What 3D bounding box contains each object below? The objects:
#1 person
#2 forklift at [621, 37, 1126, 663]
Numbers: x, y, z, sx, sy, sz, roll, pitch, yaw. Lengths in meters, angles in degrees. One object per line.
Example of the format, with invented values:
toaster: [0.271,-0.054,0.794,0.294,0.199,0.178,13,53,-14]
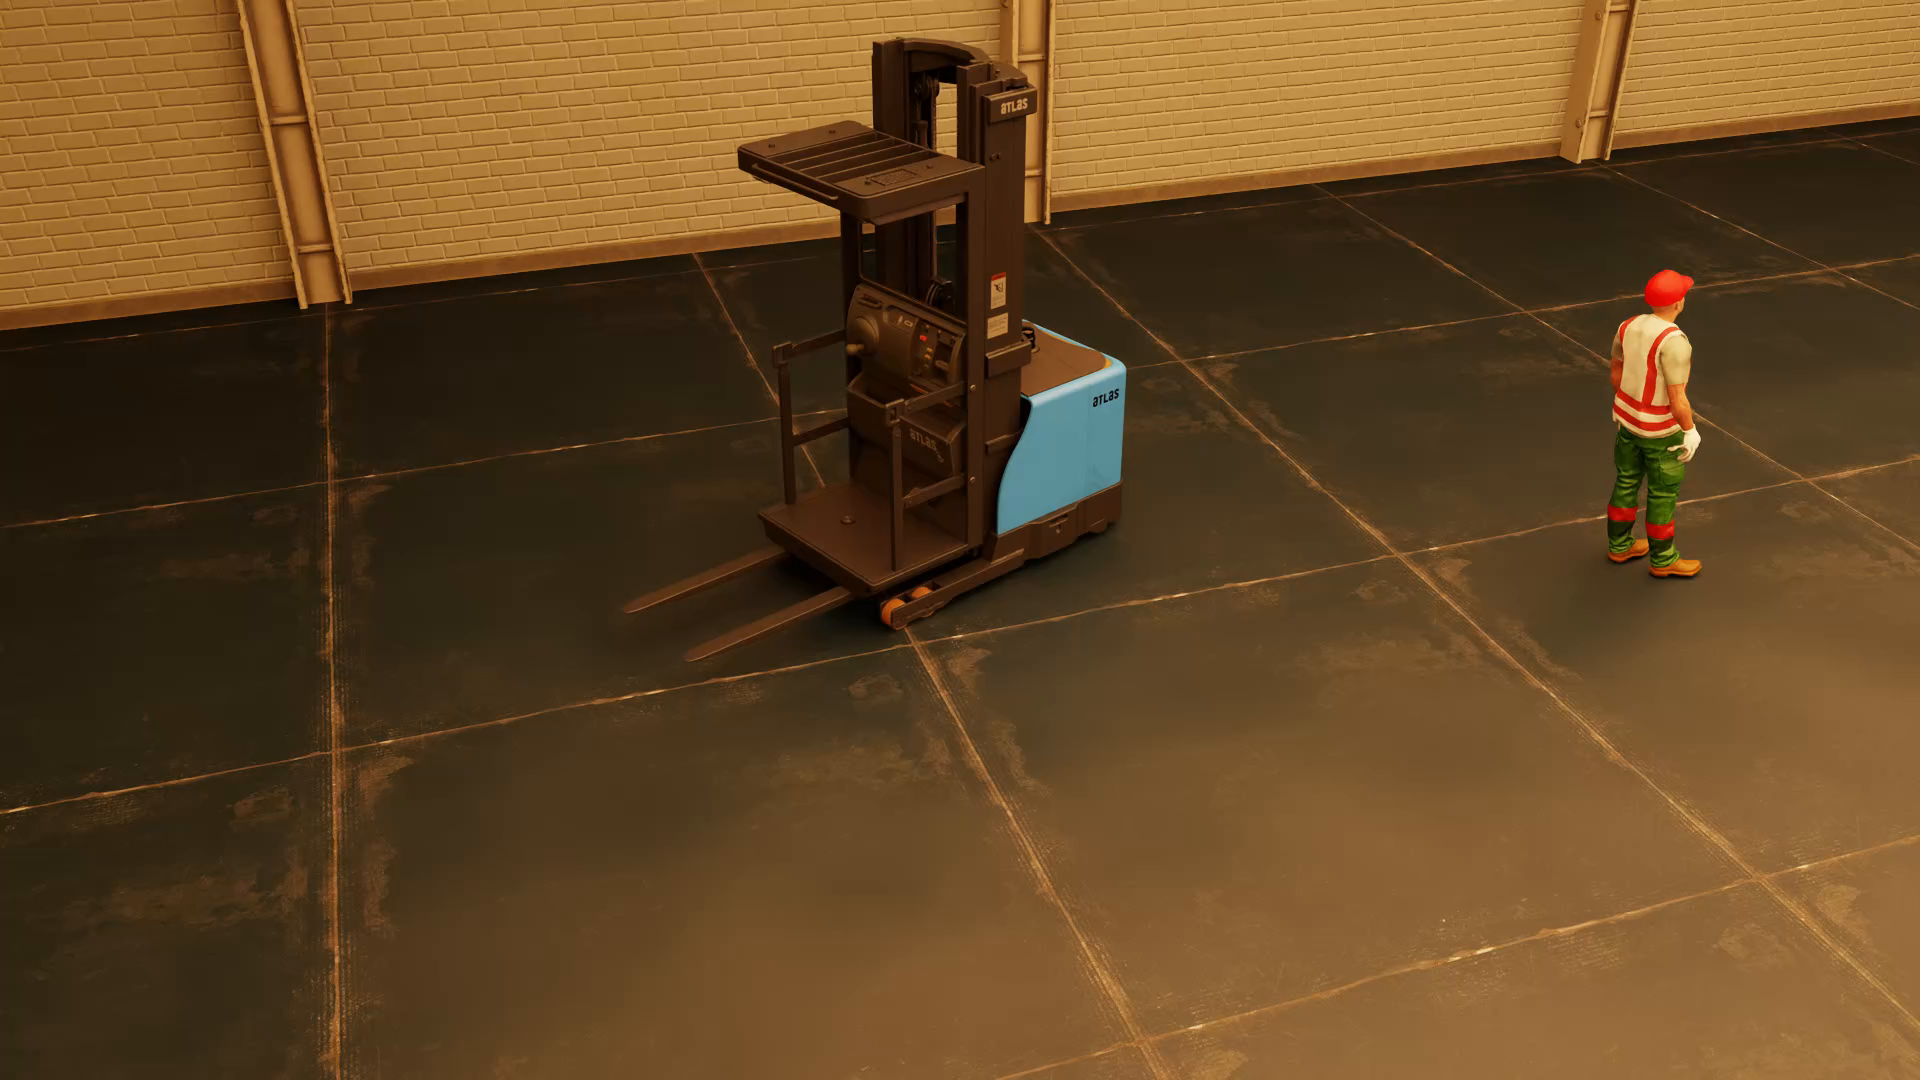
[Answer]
person: [3.962,-0.672,9.387,0.561,1.790,0.638,-10,31,-16]
forklift: [-0.461,-1.072,8.951,3.031,2.935,1.130,-23,37,-34]
